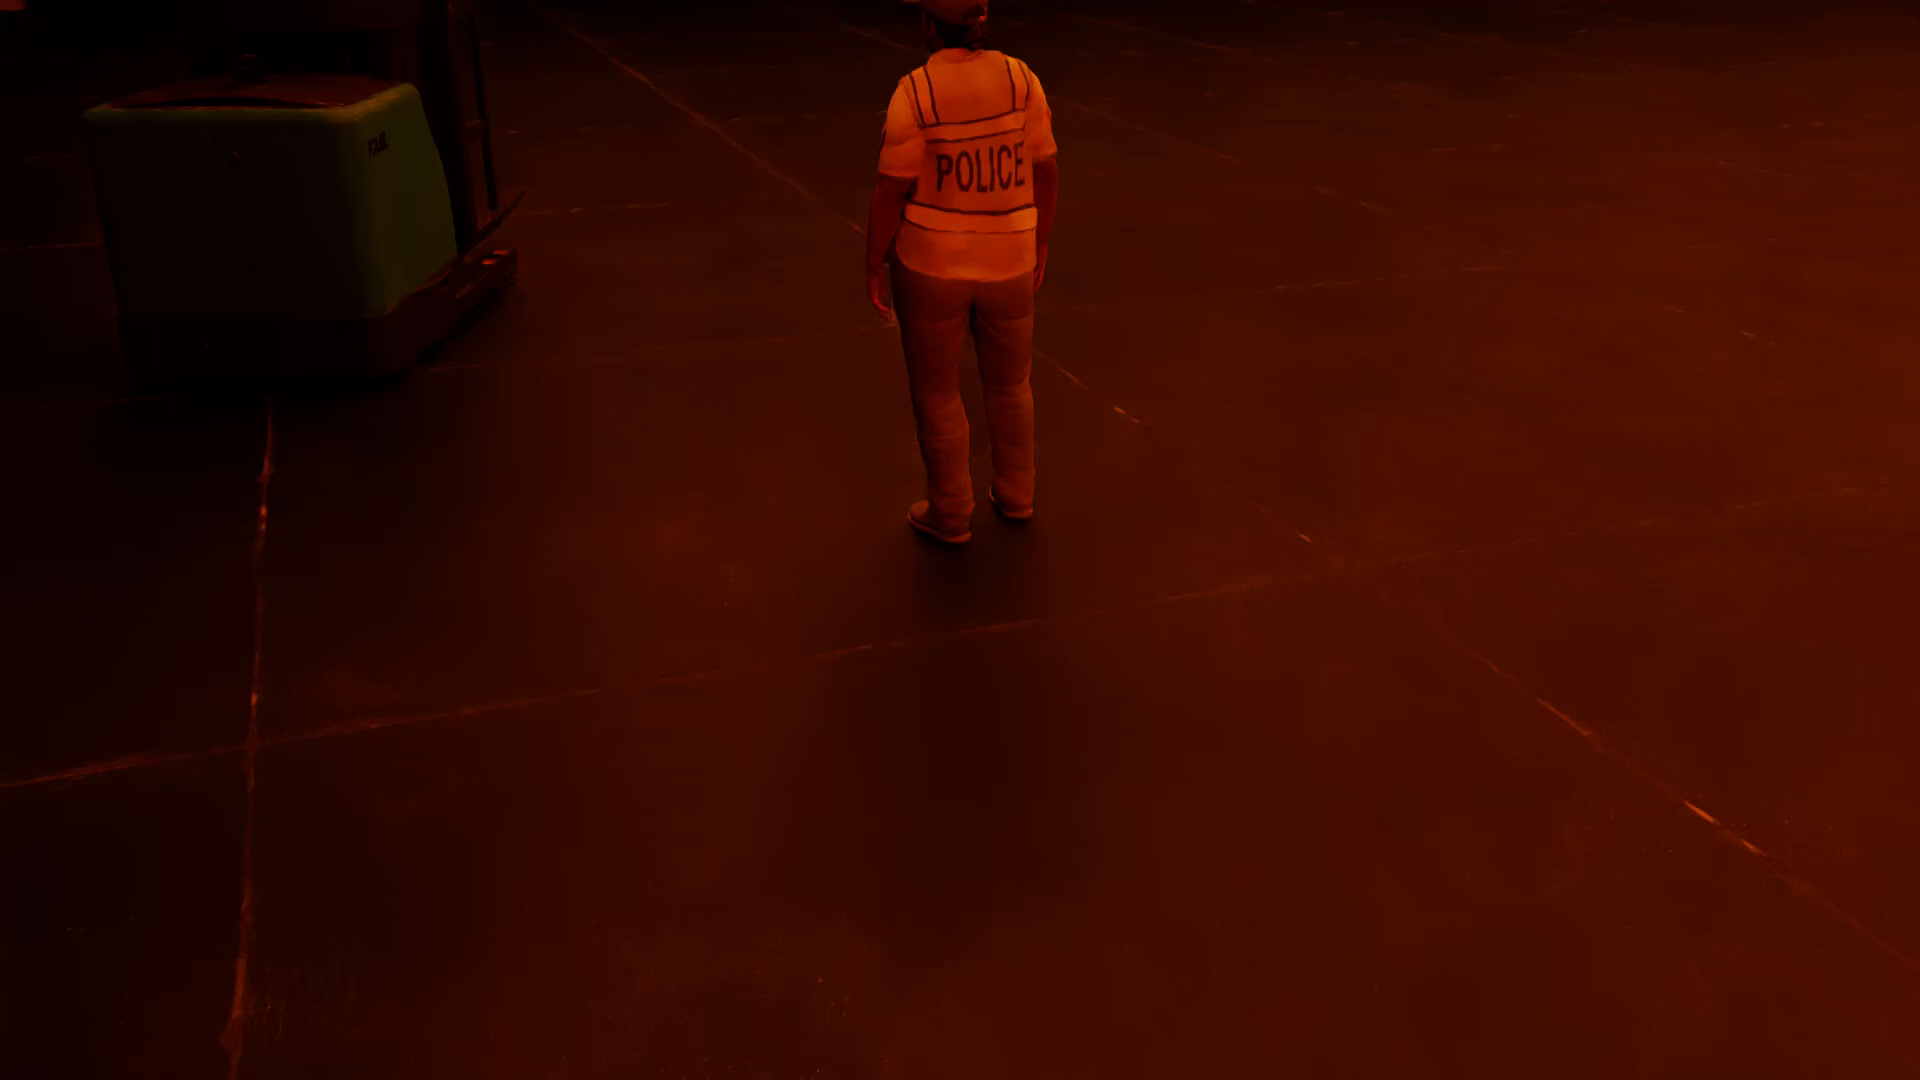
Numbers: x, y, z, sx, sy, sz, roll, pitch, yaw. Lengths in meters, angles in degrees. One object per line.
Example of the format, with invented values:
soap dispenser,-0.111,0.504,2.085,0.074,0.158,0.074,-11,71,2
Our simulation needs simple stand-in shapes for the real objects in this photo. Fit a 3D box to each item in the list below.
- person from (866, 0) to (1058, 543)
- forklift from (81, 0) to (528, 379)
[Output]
person,-0.005,-0.806,4.827,0.598,1.669,0.529,-8,24,-18
forklift,-2.703,-2.489,7.216,1.130,2.935,3.031,0,23,0
